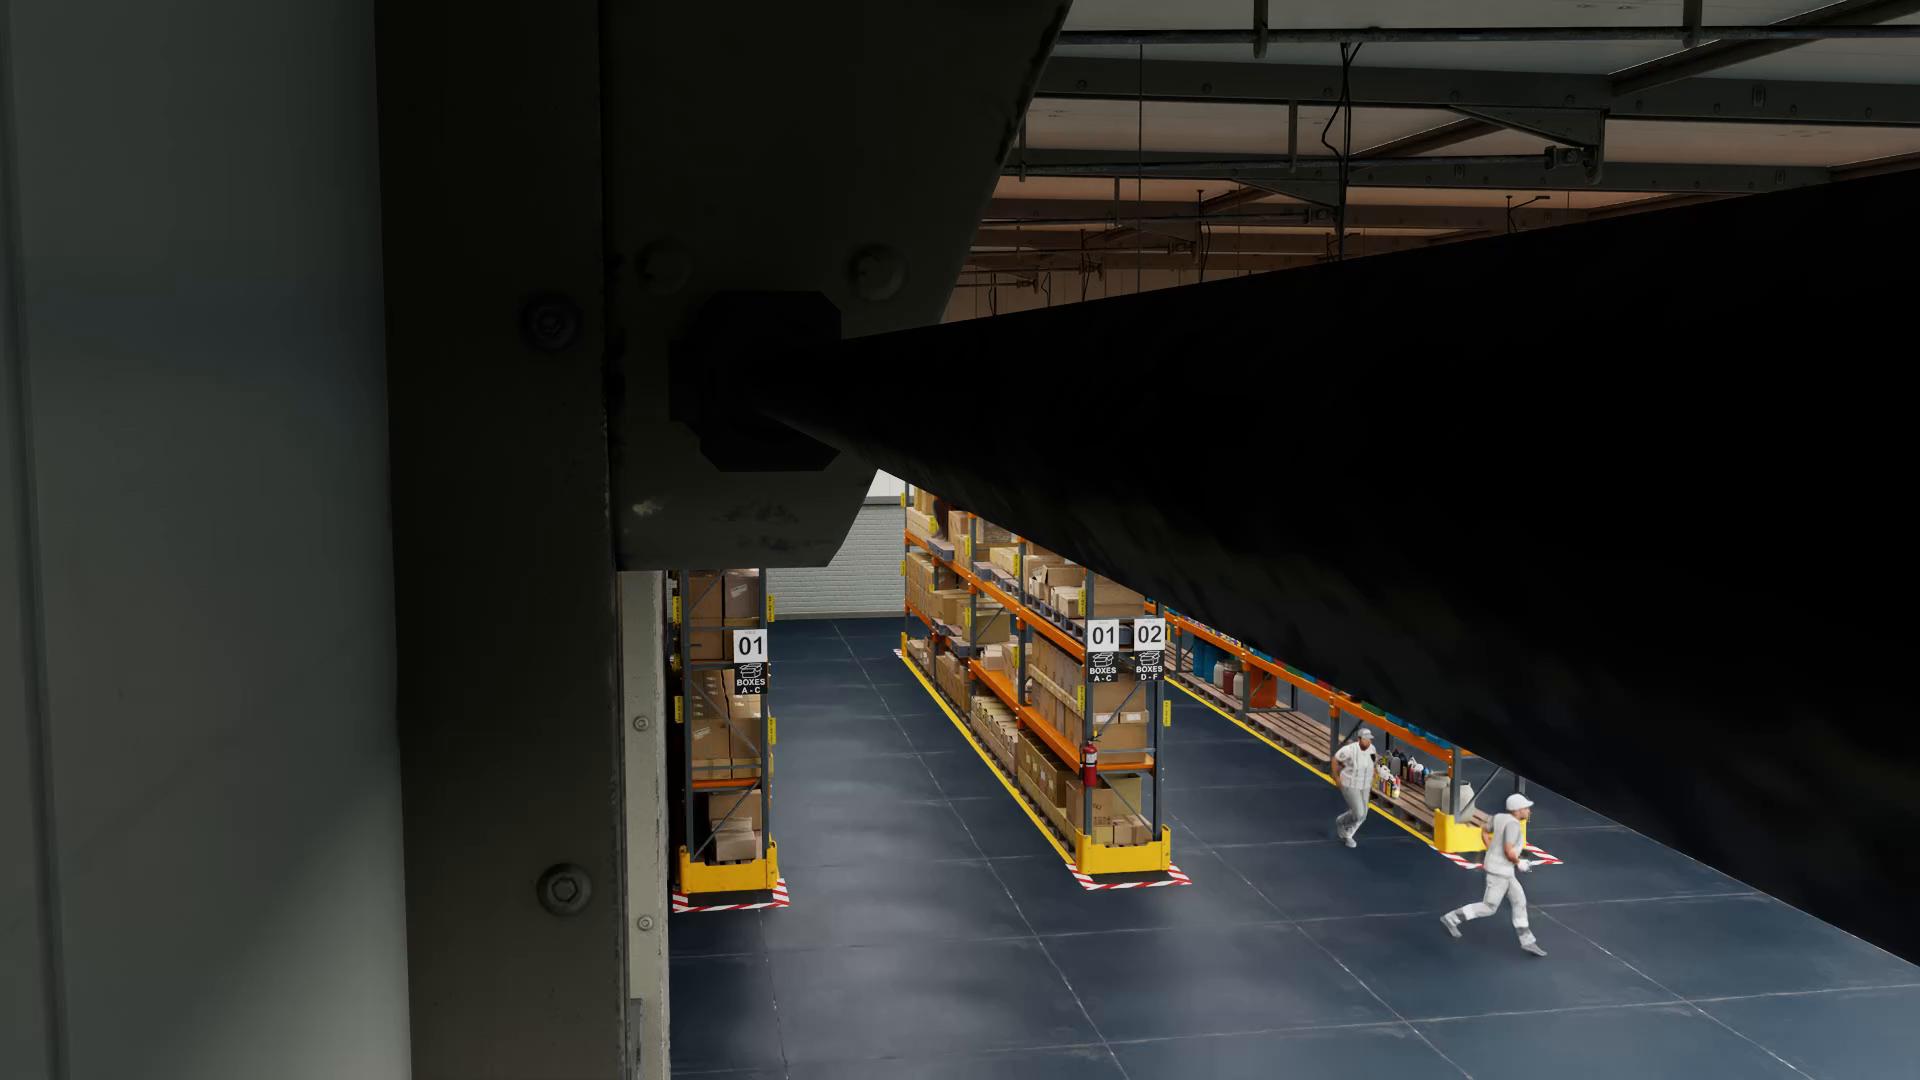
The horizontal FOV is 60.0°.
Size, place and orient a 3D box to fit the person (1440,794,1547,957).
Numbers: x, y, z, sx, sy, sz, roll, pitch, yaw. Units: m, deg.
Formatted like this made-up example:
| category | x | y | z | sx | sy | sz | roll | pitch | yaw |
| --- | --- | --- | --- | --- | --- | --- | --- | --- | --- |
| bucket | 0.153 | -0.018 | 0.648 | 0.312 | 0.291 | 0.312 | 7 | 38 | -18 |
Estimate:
| category | x | y | z | sx | sy | sz | roll | pitch | yaw |
| --- | --- | --- | --- | --- | --- | --- | --- | --- | --- |
| person | 5.771 | 3.604 | 17.919 | 1.131 | 1.771 | 0.659 | 1 | 6 | 10 |

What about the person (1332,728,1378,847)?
| category | x | y | z | sx | sy | sz | roll | pitch | yaw |
| --- | --- | --- | --- | --- | --- | --- | --- | --- | --- |
| person | 5.262 | 3.262 | 21.943 | 0.580 | 1.607 | 0.595 | -3 | 7 | -26 |
